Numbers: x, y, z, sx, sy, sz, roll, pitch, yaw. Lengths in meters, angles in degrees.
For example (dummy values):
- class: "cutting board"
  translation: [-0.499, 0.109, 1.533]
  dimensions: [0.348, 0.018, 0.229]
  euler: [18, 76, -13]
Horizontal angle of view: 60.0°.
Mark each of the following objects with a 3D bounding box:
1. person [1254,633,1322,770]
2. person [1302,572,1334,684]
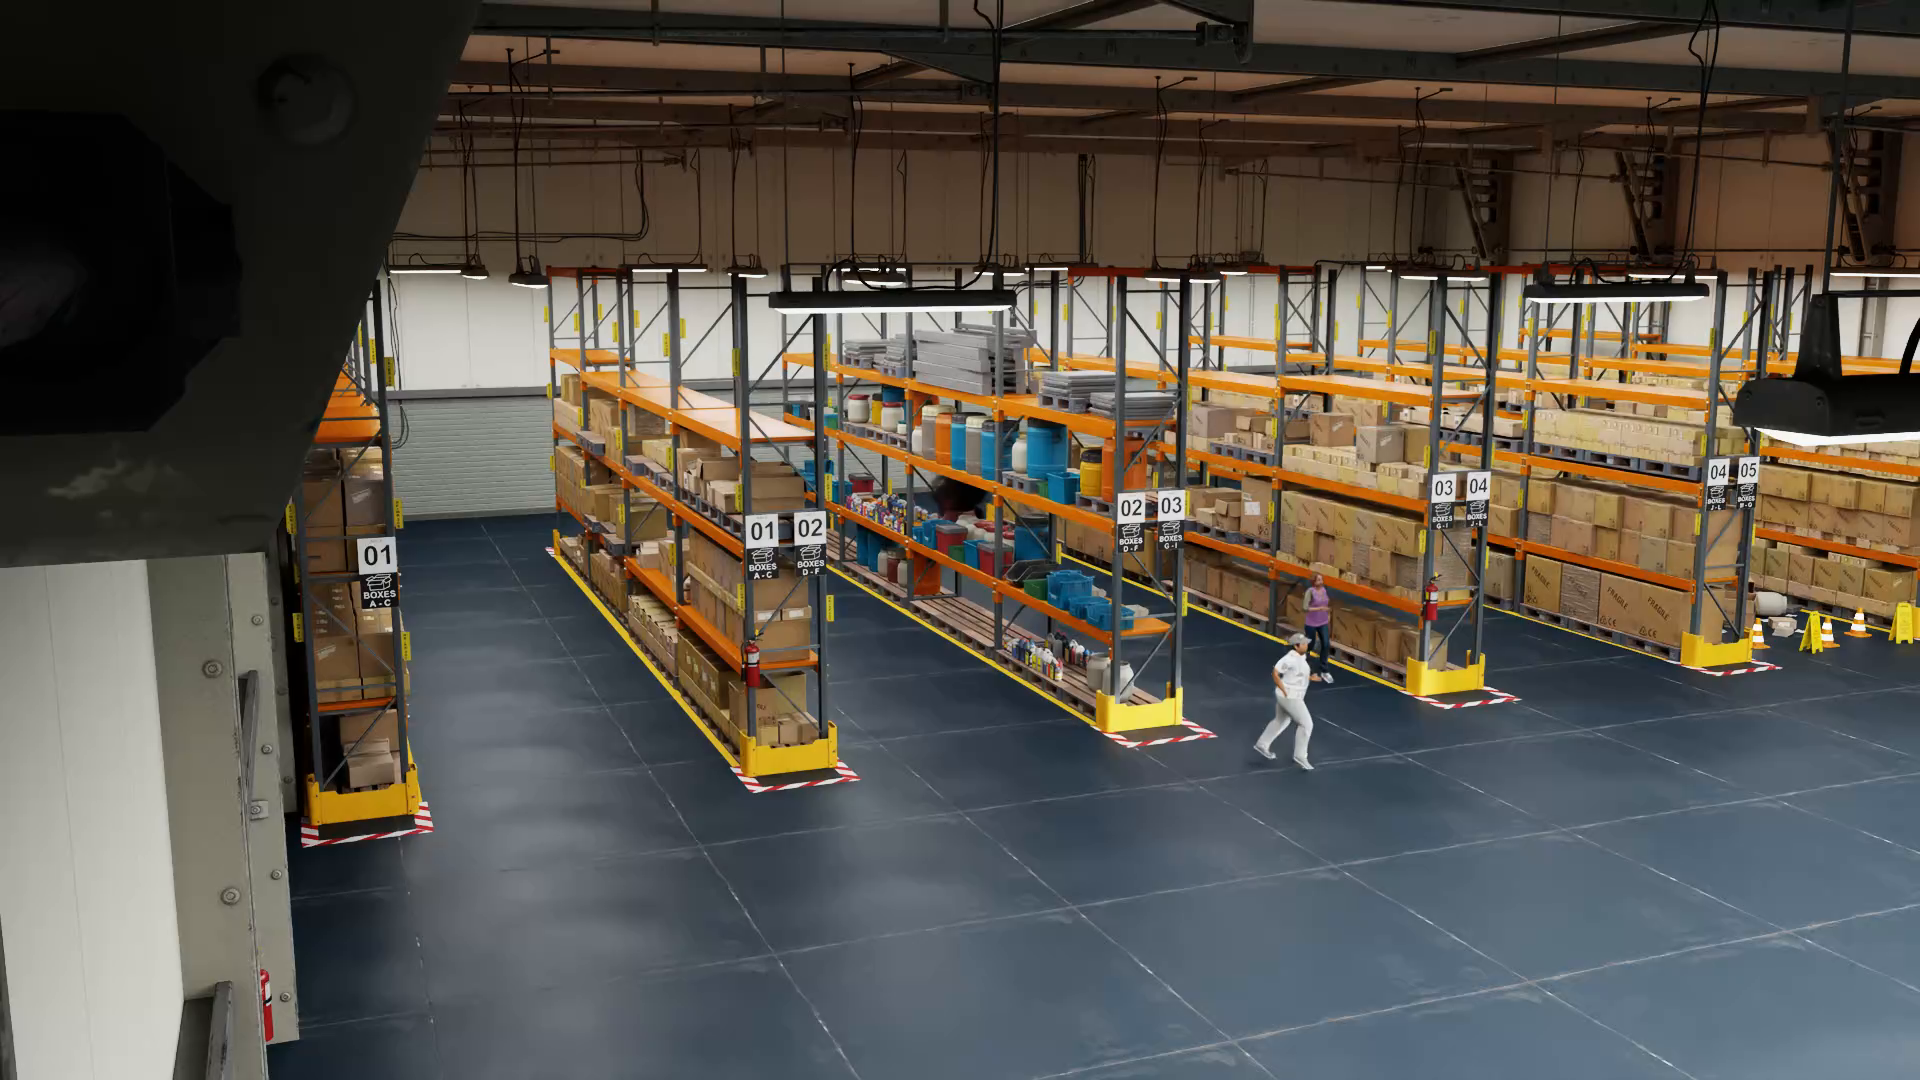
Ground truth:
- class: "person"
  translation: [4.066, 1.975, 20.596]
  dimensions: [0.786, 1.707, 0.576]
  euler: [3, 10, 16]
- class: "person"
  translation: [5.273, 1.265, 24.652]
  dimensions: [0.532, 1.612, 0.799]
  euler: [-5, 11, -24]
